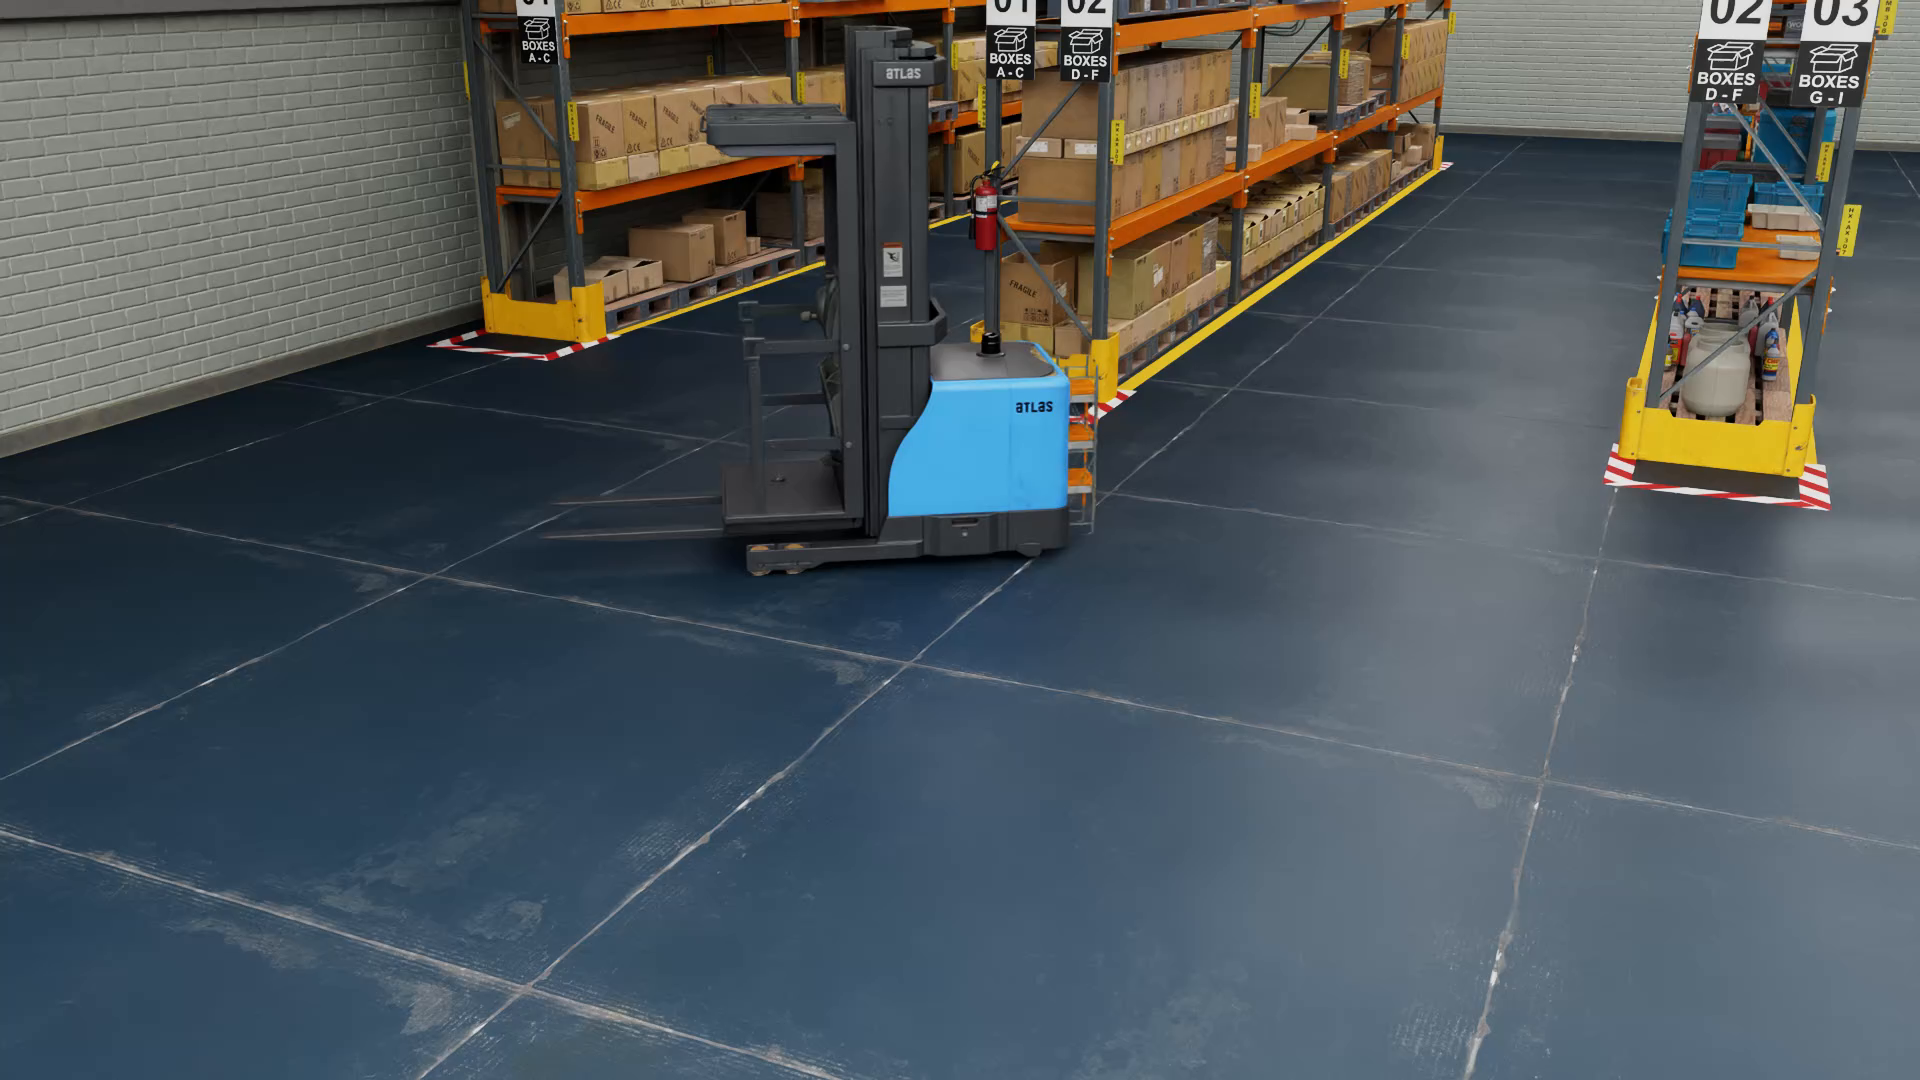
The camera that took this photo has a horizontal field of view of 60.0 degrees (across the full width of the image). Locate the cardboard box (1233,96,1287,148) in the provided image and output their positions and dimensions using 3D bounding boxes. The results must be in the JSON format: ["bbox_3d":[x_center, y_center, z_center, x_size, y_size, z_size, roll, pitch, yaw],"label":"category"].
[{"bbox_3d":[3.279,-4.589,18.246,0.500,0.500,0.500,7,21,20],"label":"cardboard box"}]

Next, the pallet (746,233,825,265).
[{"bbox_3d":[-1.890,-3.437,19.318,1.003,0.211,1.213,9,21,23],"label":"pallet"}]

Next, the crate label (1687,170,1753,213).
[{"bbox_3d":[5.700,-2.547,12.601,0.502,0.435,0.616,9,21,23],"label":"crate label"}]

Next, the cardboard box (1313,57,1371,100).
[{"bbox_3d":[4.922,-5.976,21.520,0.700,0.500,0.500,3,20,9],"label":"cardboard box"}]

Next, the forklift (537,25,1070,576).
[{"bbox_3d":[-0.925,-1.369,9.443,3.031,2.935,1.130,-3,20,-8],"label":"forklift"}]

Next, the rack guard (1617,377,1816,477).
[{"bbox_3d":[5.181,-0.782,11.423,1.175,0.500,0.348,9,21,23],"label":"rack guard"}]

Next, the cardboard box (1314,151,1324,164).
[{"bbox_3d":[4.554,-5.089,21.756,0.500,0.250,0.500,8,21,22],"label":"cardboard box"}]

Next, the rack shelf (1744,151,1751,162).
[{"bbox_3d":[7.650,-3.426,16.198,1.077,0.370,4.000,9,21,23],"label":"rack shelf"}]

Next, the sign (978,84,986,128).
[{"bbox_3d":[0.186,-3.347,12.822,0.100,0.325,0.005,9,21,23],"label":"sign"}]

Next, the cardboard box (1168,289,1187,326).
[{"bbox_3d":[1.714,-2.105,14.889,0.500,0.250,0.500,9,21,23],"label":"cardboard box"}]

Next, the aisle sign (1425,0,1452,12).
[{"bbox_3d":[7.535,-8.706,26.093,0.394,0.787,0.004,9,21,23],"label":"aisle sign"}]

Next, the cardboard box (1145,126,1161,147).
[{"bbox_3d":[1.454,-3.370,13.851,0.380,0.149,0.250,8,21,21],"label":"cardboard box"}]

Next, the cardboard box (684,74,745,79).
[{"bbox_3d":[-2.591,-4.690,17.754,0.500,0.500,0.500,8,21,21],"label":"cardboard box"}]

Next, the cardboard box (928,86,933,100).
[{"bbox_3d":[-0.753,-5.845,21.121,0.700,0.500,0.500,6,20,16],"label":"cardboard box"}]

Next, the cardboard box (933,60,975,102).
[{"bbox_3d":[-0.137,-6.045,21.868,0.500,0.500,0.500,9,22,24],"label":"cardboard box"}]

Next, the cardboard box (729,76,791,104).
[{"bbox_3d":[-2.119,-4.618,17.551,0.500,0.500,0.500,8,21,23],"label":"cardboard box"}]

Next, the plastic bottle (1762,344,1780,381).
[{"bbox_3d":[6.220,-1.364,12.742,0.097,0.271,0.097,0,20,0],"label":"plastic bottle"}]

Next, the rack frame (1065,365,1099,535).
[{"bbox_3d":[0.711,-0.523,9.874,0.200,1.050,0.008,-3,20,-9],"label":"rack frame"}]

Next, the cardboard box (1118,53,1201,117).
[{"bbox_3d":[1.726,-4.048,14.790,0.700,0.500,0.500,9,21,23],"label":"cardboard box"}]

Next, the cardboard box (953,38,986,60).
[{"bbox_3d":[0.071,-6.553,22.177,0.500,0.250,0.500,8,21,22],"label":"cardboard box"}]

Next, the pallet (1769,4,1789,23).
[{"bbox_3d":[6.624,-4.244,13.230,1.213,0.211,1.003,9,21,23],"label":"pallet"}]

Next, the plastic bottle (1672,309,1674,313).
[{"bbox_3d":[5.939,-1.788,13.918,0.061,0.283,0.133,10,22,25],"label":"plastic bottle"}]

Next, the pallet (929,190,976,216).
[{"bbox_3d":[-0.178,-4.652,22.735,1.003,0.211,1.213,9,21,23],"label":"pallet"}]

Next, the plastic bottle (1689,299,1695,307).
[{"bbox_3d":[6.290,-1.926,14.306,0.061,0.283,0.133,9,21,23],"label":"plastic bottle"}]

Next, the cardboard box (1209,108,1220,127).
[{"bbox_3d":[2.189,-3.918,15.393,0.380,0.149,0.250,8,21,21],"label":"cardboard box"}]

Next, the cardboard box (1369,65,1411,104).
[{"bbox_3d":[6.047,-6.445,23.466,0.500,0.500,0.500,9,22,24],"label":"cardboard box"}]

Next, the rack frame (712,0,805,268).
[{"bbox_3d":[-2.208,-4.513,18.181,1.000,3.000,0.127,9,21,23],"label":"rack frame"}]

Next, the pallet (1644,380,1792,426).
[{"bbox_3d":[5.519,-0.894,12.167,1.003,0.211,1.213,9,21,23],"label":"pallet"}]

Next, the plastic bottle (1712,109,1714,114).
[{"bbox_3d":[8.713,-4.853,19.311,0.061,0.283,0.133,9,21,23],"label":"plastic bottle"}]

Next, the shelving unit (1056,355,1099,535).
[{"bbox_3d":[0.692,-0.564,9.987,0.215,1.050,0.252,-3,20,-9],"label":"shelving unit"}]

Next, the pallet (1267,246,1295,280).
[{"bbox_3d":[3.078,-3.125,18.441,1.003,0.211,1.213,9,21,23],"label":"pallet"}]

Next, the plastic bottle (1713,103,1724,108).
[{"bbox_3d":[9.190,-5.168,20.209,0.152,0.276,0.135,9,21,23],"label":"plastic bottle"}]

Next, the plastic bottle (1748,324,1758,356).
[{"bbox_3d":[6.452,-1.652,13.535,0.061,0.283,0.133,9,21,23],"label":"plastic bottle"}]

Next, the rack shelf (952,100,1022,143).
[{"bbox_3d":[0.249,-6.008,23.459,1.077,0.370,4.000,9,21,23],"label":"rack shelf"}]

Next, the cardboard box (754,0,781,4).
[{"bbox_3d":[-2.190,-5.793,17.127,0.500,0.500,0.500,9,22,24],"label":"cardboard box"}]

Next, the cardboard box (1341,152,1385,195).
[{"bbox_3d":[5.439,-4.969,22.538,0.500,0.500,0.500,9,21,23],"label":"cardboard box"}]

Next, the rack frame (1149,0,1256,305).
[{"bbox_3d":[2.313,-3.834,16.273,1.000,3.000,0.127,9,21,23],"label":"rack frame"}]

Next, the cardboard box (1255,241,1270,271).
[{"bbox_3d":[2.915,-2.982,17.353,0.500,0.250,0.500,9,22,24],"label":"cardboard box"}]

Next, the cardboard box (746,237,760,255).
[{"bbox_3d":[-2.399,-3.217,18.111,0.380,0.166,0.250,6,20,16],"label":"cardboard box"}]

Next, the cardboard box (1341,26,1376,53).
[{"bbox_3d":[5.560,-6.988,23.500,0.500,0.500,0.500,9,21,23],"label":"cardboard box"}]

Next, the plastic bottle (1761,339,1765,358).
[{"bbox_3d":[6.526,-1.559,13.396,0.097,0.201,0.097,0,20,0],"label":"plastic bottle"}]

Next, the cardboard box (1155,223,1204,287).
[{"bbox_3d":[1.906,-2.613,15.198,0.500,0.500,0.500,9,21,23],"label":"cardboard box"}]

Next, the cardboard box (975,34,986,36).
[{"bbox_3d":[0.475,-6.863,23.049,0.500,0.250,0.500,8,21,22],"label":"cardboard box"}]

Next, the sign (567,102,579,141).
[{"bbox_3d":[-3.350,-3.623,14.388,0.100,0.325,0.005,9,21,23],"label":"sign"}]

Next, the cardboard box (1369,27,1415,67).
[{"bbox_3d":[6.039,-6.903,23.262,0.500,0.500,0.500,9,22,24],"label":"cardboard box"}]

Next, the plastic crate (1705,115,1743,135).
[{"bbox_3d":[7.528,-3.954,16.515,0.402,0.464,0.583,9,21,23],"label":"plastic crate"}]

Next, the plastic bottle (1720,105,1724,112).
[{"bbox_3d":[9.095,-5.097,20.010,0.152,0.276,0.135,9,21,23],"label":"plastic bottle"}]

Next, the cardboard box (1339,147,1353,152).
[{"bbox_3d":[5.169,-5.195,23.173,0.500,0.500,0.500,8,21,20],"label":"cardboard box"}]

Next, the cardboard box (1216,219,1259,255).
[{"bbox_3d":[2.710,-3.093,16.828,0.500,0.311,0.500,9,21,23],"label":"cardboard box"}]

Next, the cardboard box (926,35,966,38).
[{"bbox_3d":[-0.192,-6.774,22.797,0.500,0.250,0.500,8,21,21],"label":"cardboard box"}]

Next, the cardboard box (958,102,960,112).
[{"bbox_3d":[-0.223,-5.695,21.852,0.380,0.149,0.250,8,21,22],"label":"cardboard box"}]

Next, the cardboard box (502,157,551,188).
[{"bbox_3d":[-3.831,-3.398,15.241,0.500,0.250,0.500,9,21,23],"label":"cardboard box"}]

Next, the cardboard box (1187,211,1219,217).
[{"bbox_3d":[2.425,-3.324,17.478,0.500,0.311,0.500,9,22,24],"label":"cardboard box"}]

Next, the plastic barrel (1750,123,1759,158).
[{"bbox_3d":[8.070,-3.956,16.449,0.421,0.512,0.421,0,20,0],"label":"plastic barrel"}]

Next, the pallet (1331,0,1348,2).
[{"bbox_3d":[3.755,-6.161,18.622,1.213,0.211,1.003,10,22,25],"label":"pallet"}]

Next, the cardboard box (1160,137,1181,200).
[{"bbox_3d":[1.510,-3.273,14.546,0.700,0.500,0.500,9,22,24],"label":"cardboard box"}]

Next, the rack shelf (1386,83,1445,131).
[{"bbox_3d":[6.408,-6.552,24.989,1.077,0.370,4.000,9,21,23],"label":"rack shelf"}]
